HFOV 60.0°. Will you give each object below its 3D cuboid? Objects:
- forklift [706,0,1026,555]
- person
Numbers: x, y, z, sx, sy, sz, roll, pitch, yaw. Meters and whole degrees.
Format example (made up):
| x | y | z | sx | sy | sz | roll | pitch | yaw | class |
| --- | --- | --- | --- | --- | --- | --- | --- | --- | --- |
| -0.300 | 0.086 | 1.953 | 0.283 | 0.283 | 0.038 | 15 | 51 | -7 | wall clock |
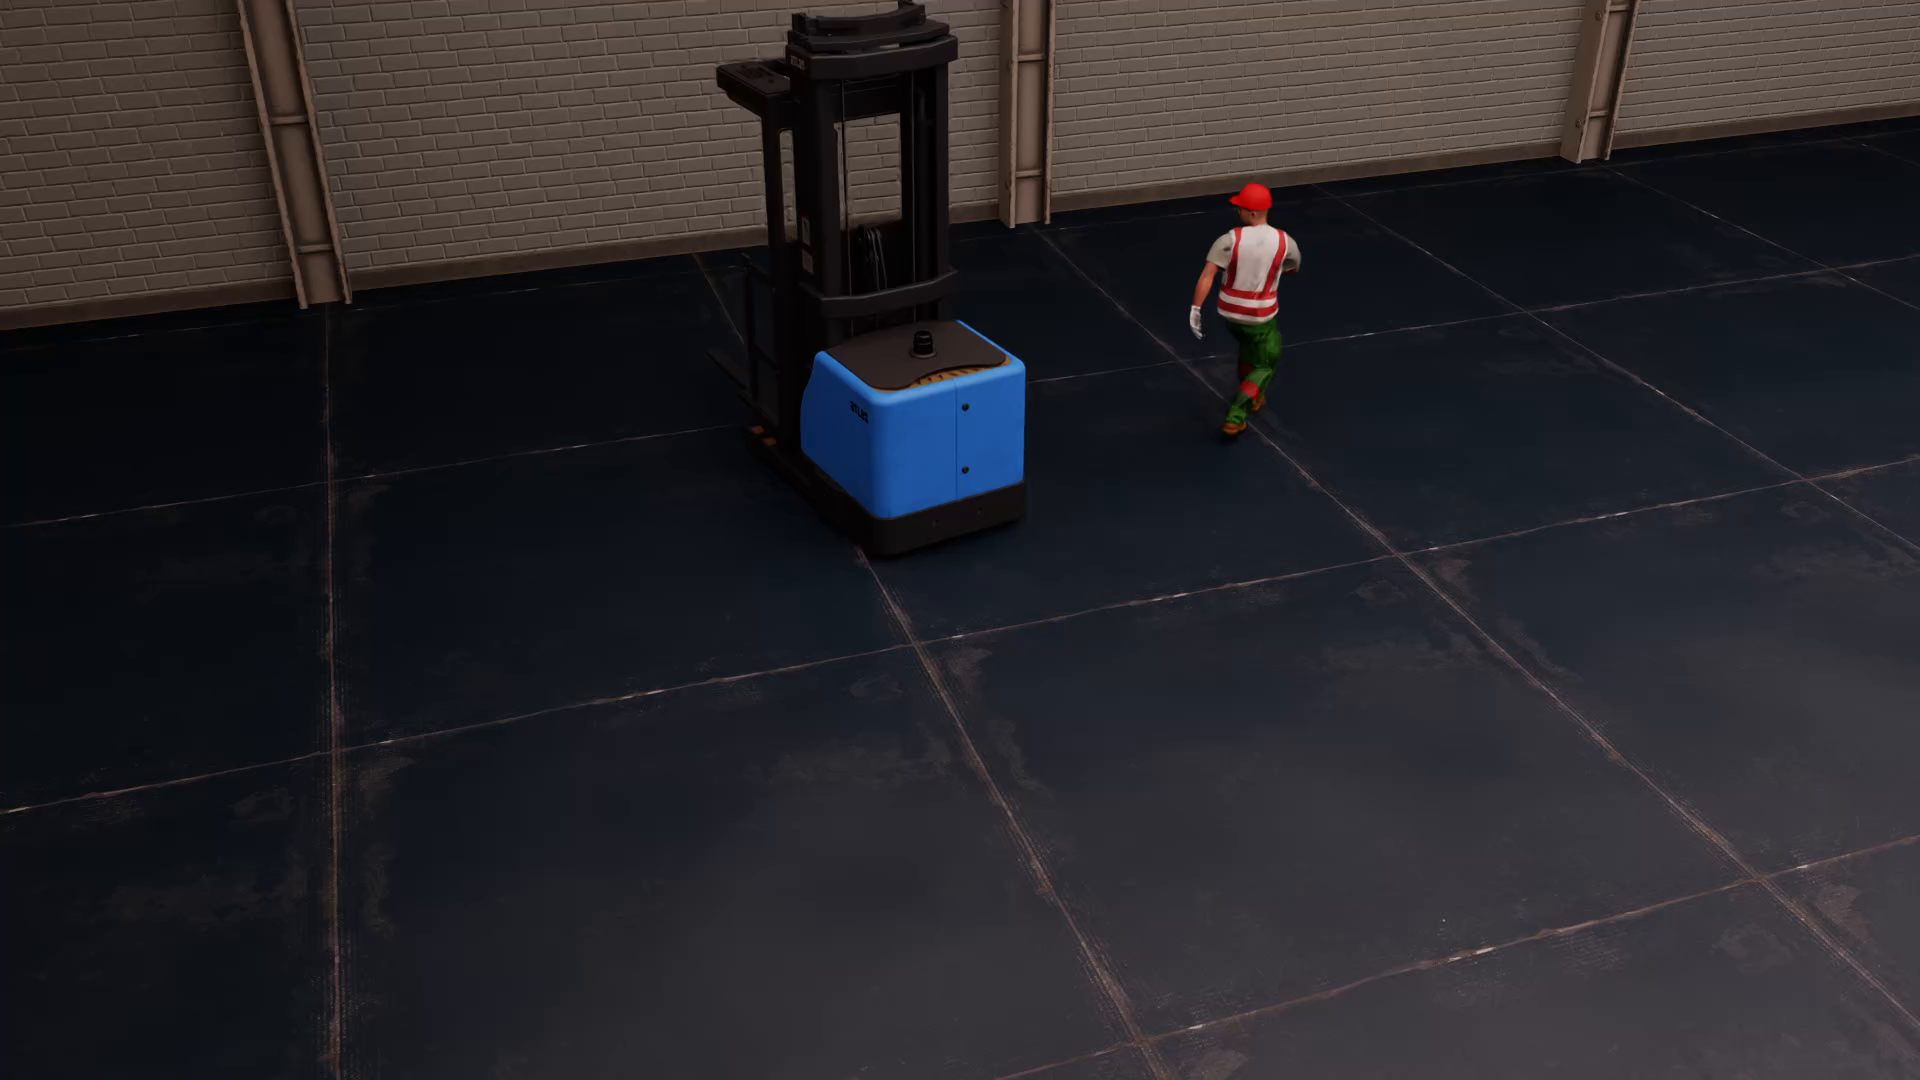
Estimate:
| x | y | z | sx | sy | sz | roll | pitch | yaw | class |
| --- | --- | --- | --- | --- | --- | --- | --- | --- | --- |
| -0.777 | -1.883 | 10.360 | 1.130 | 2.935 | 3.031 | -16 | 34 | -26 | forklift |
| 1.917 | -1.537 | 11.032 | 0.569 | 1.700 | 0.936 | 14 | 33 | 22 | person |
